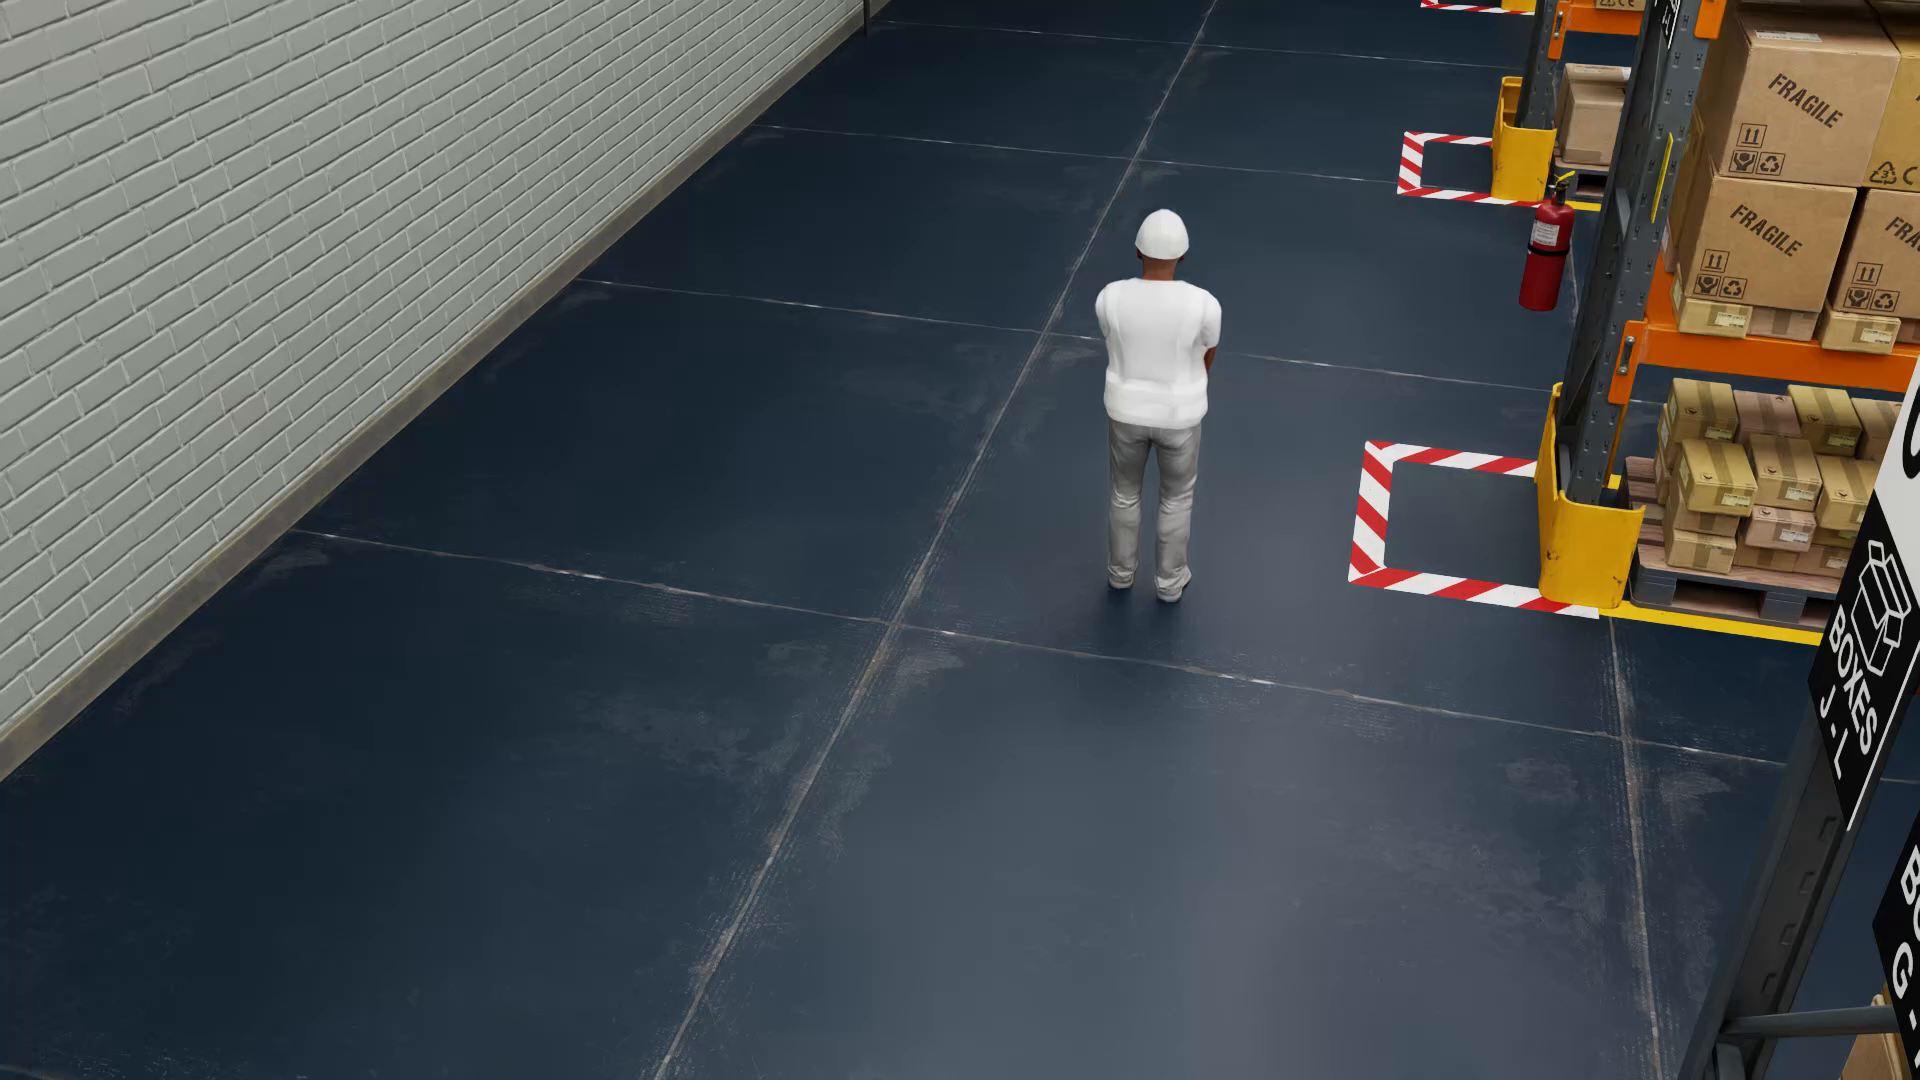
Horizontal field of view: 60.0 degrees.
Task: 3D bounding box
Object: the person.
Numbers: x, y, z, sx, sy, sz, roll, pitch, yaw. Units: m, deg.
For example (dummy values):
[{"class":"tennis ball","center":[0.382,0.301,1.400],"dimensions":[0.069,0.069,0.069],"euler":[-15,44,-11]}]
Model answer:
[{"class":"person","center":[0.830,-0.595,7.047],"dimensions":[0.505,1.763,0.567],"euler":[8,33,12]}]
